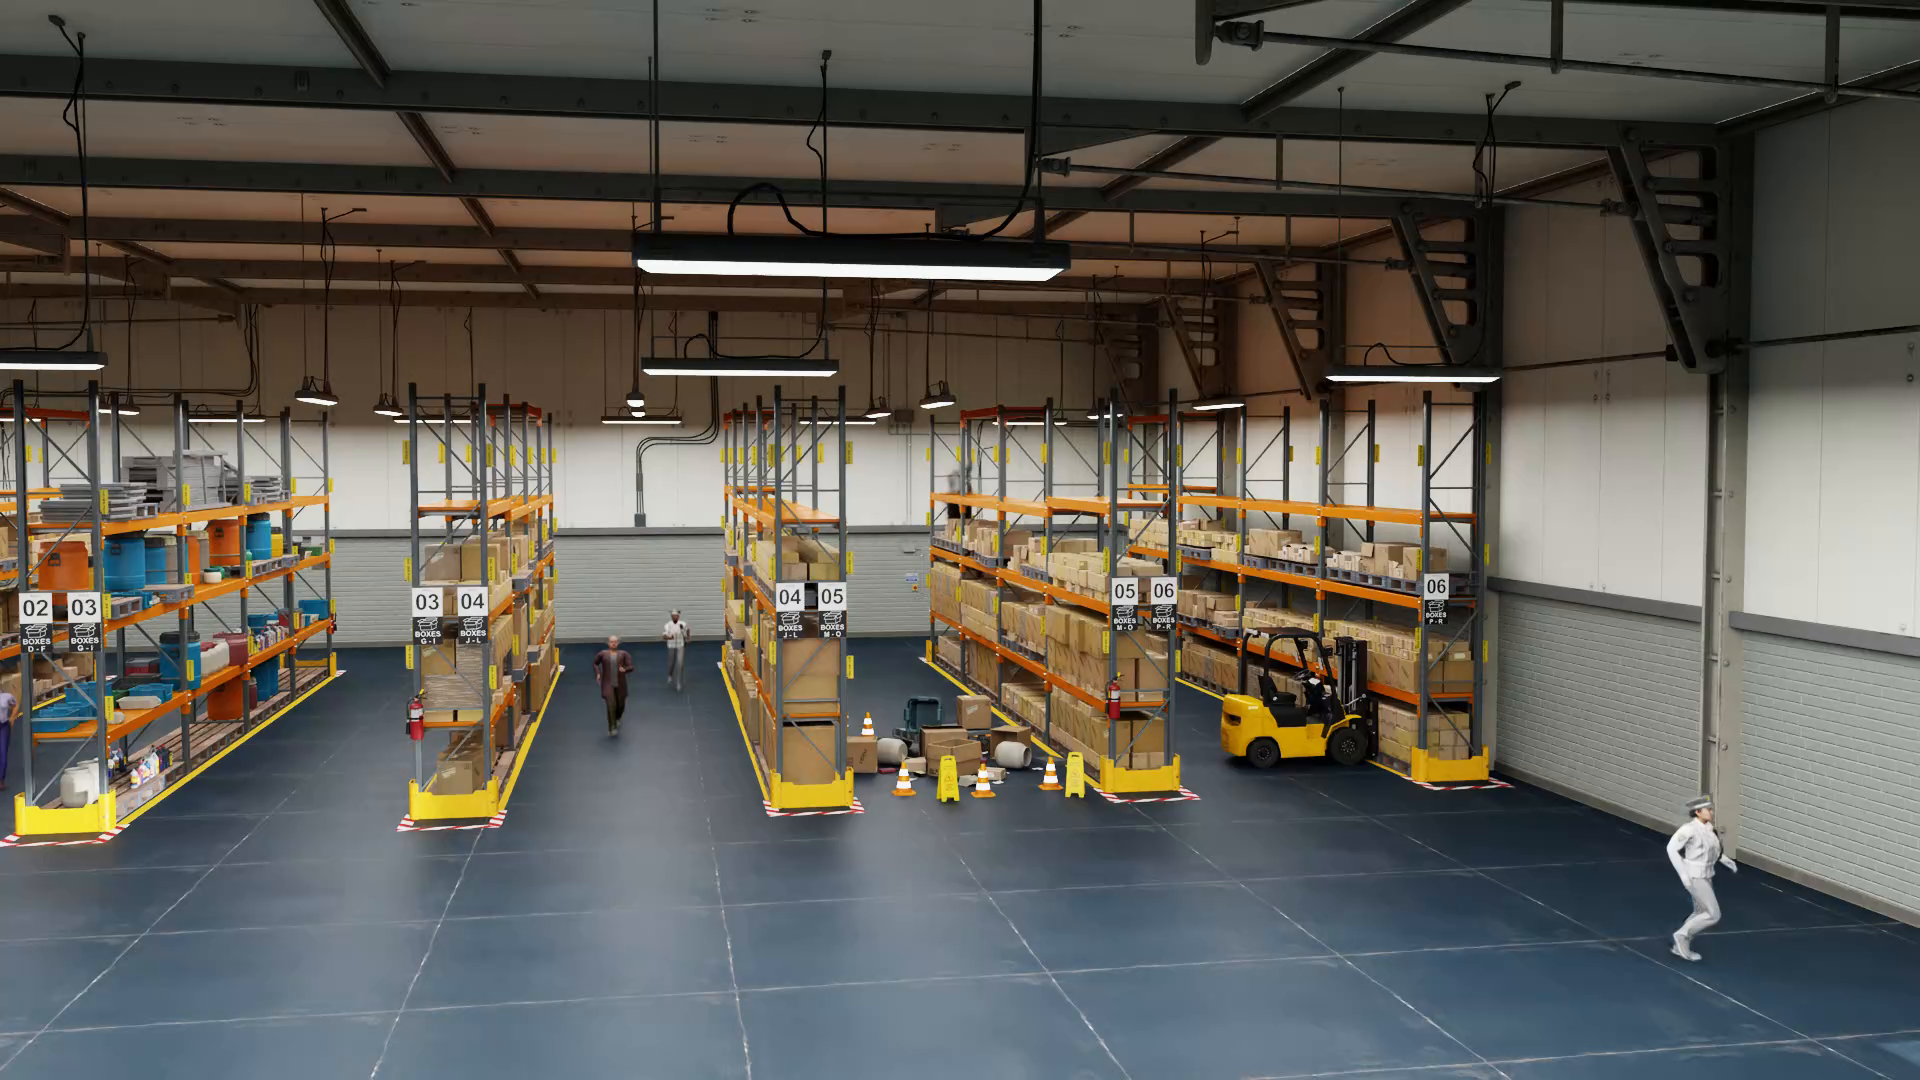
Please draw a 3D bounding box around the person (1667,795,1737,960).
[{"bbox_3d":[7.338,3.333,16.414,0.567,1.662,0.623,3,4,44],"label":"person"}]

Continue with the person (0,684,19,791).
[{"bbox_3d":[-14.569,2.899,25.124,0.609,1.648,0.921,-1,3,-26],"label":"person"}]

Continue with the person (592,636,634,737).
[{"bbox_3d":[-6.212,2.597,29.819,0.715,1.754,1.021,-1,3,-17],"label":"person"}]

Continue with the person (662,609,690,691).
[{"bbox_3d":[-6.121,2.339,35.882,0.588,1.735,0.920,-1,3,-10],"label":"person"}]
